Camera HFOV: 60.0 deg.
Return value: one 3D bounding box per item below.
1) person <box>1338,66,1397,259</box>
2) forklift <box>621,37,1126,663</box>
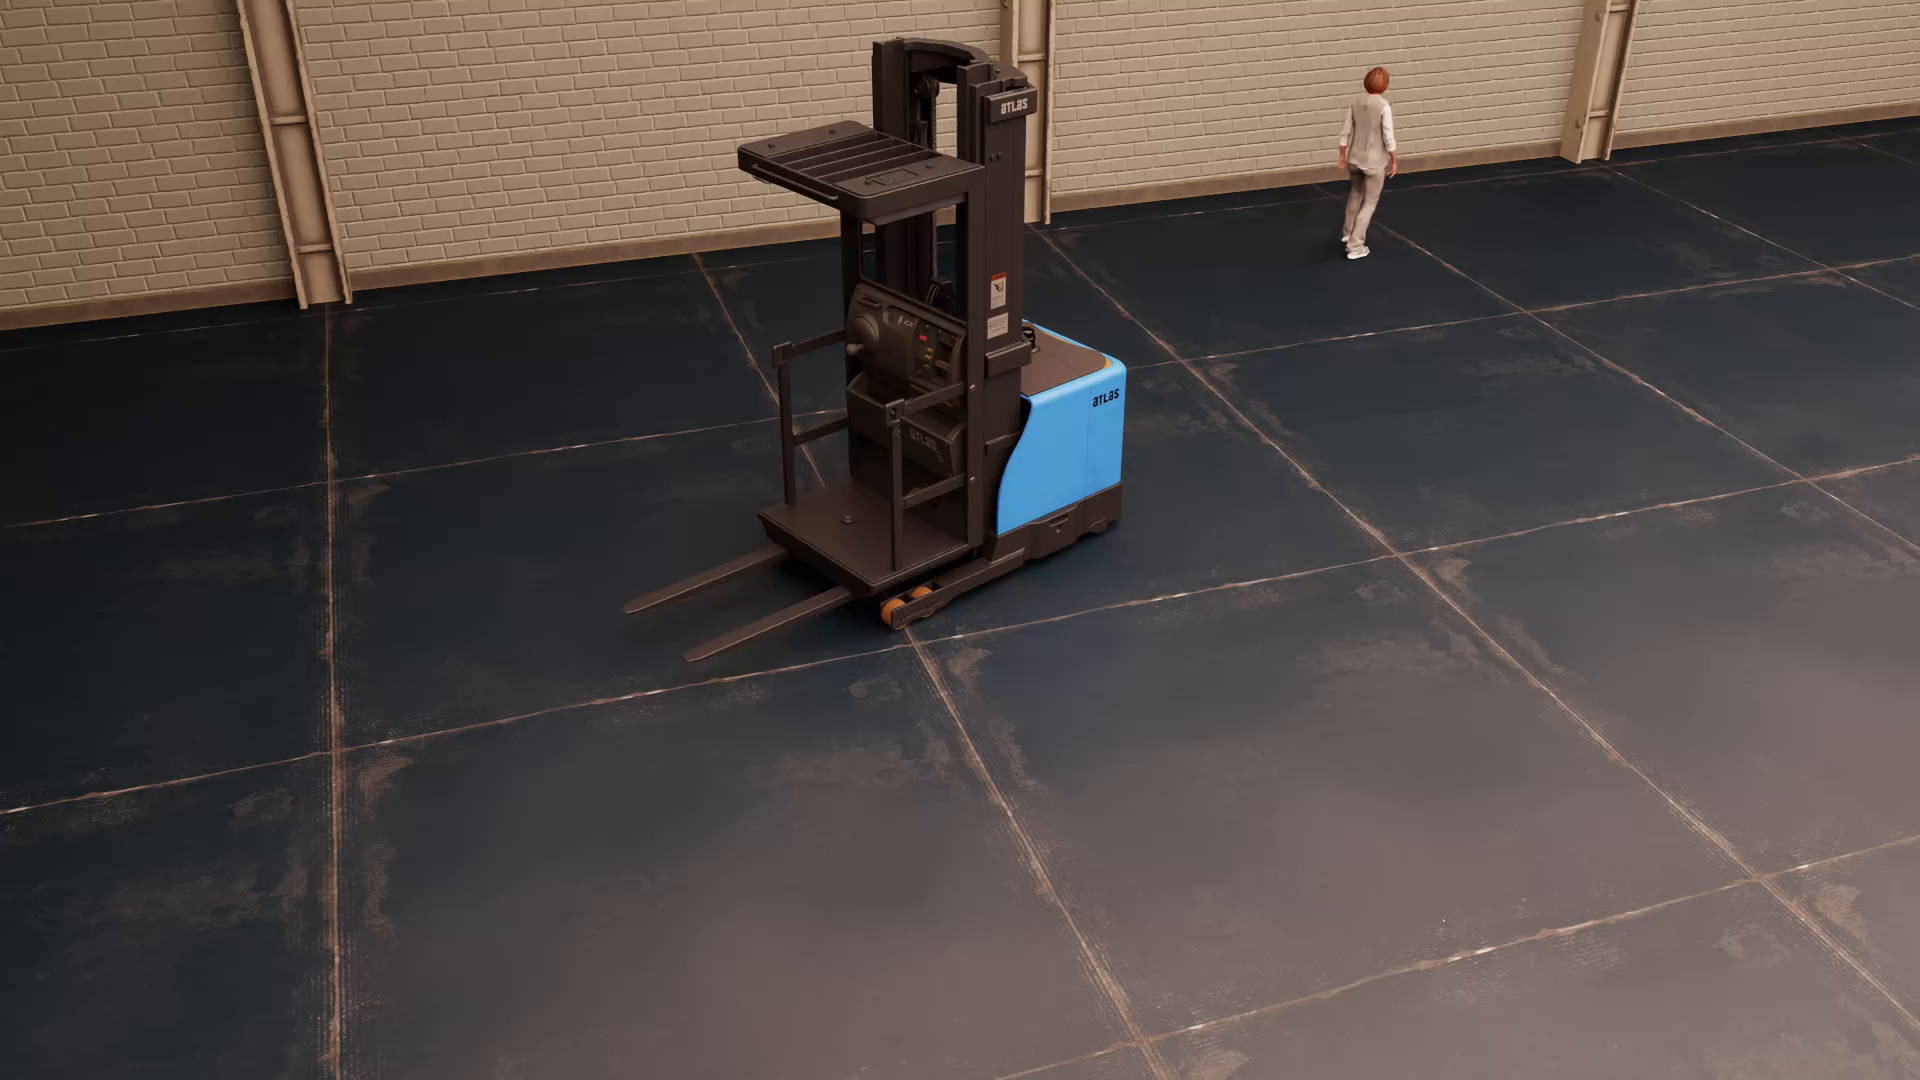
[{"bbox_3d":[3.435,-3.159,13.979,0.510,1.628,0.506,-25,38,-37],"label":"person"},{"bbox_3d":[-0.461,-1.072,8.951,3.031,2.935,1.130,-23,37,-34],"label":"forklift"}]
